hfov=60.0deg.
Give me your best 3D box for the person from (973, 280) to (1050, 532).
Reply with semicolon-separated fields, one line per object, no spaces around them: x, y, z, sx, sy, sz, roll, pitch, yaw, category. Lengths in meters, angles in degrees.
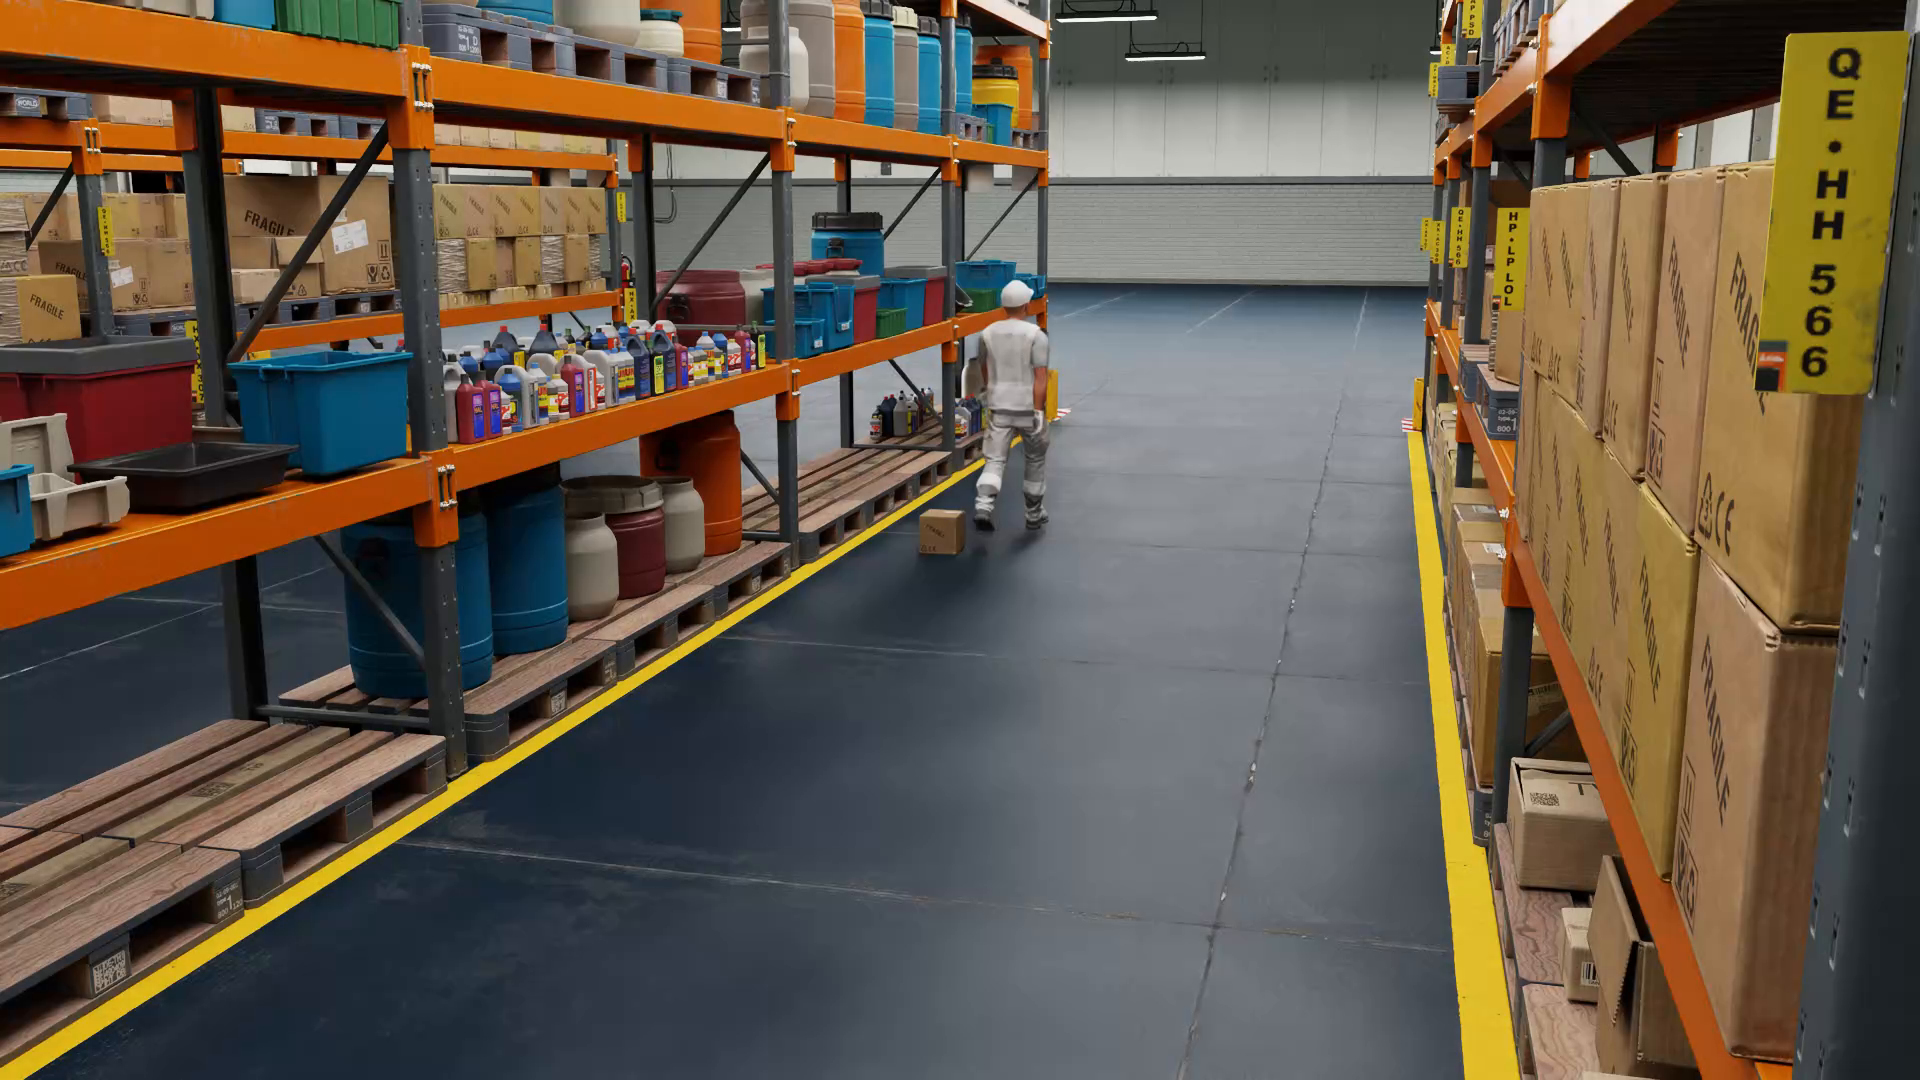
0.371;-0.892;11.349;0.520;1.747;1.020;3;12;16;person
